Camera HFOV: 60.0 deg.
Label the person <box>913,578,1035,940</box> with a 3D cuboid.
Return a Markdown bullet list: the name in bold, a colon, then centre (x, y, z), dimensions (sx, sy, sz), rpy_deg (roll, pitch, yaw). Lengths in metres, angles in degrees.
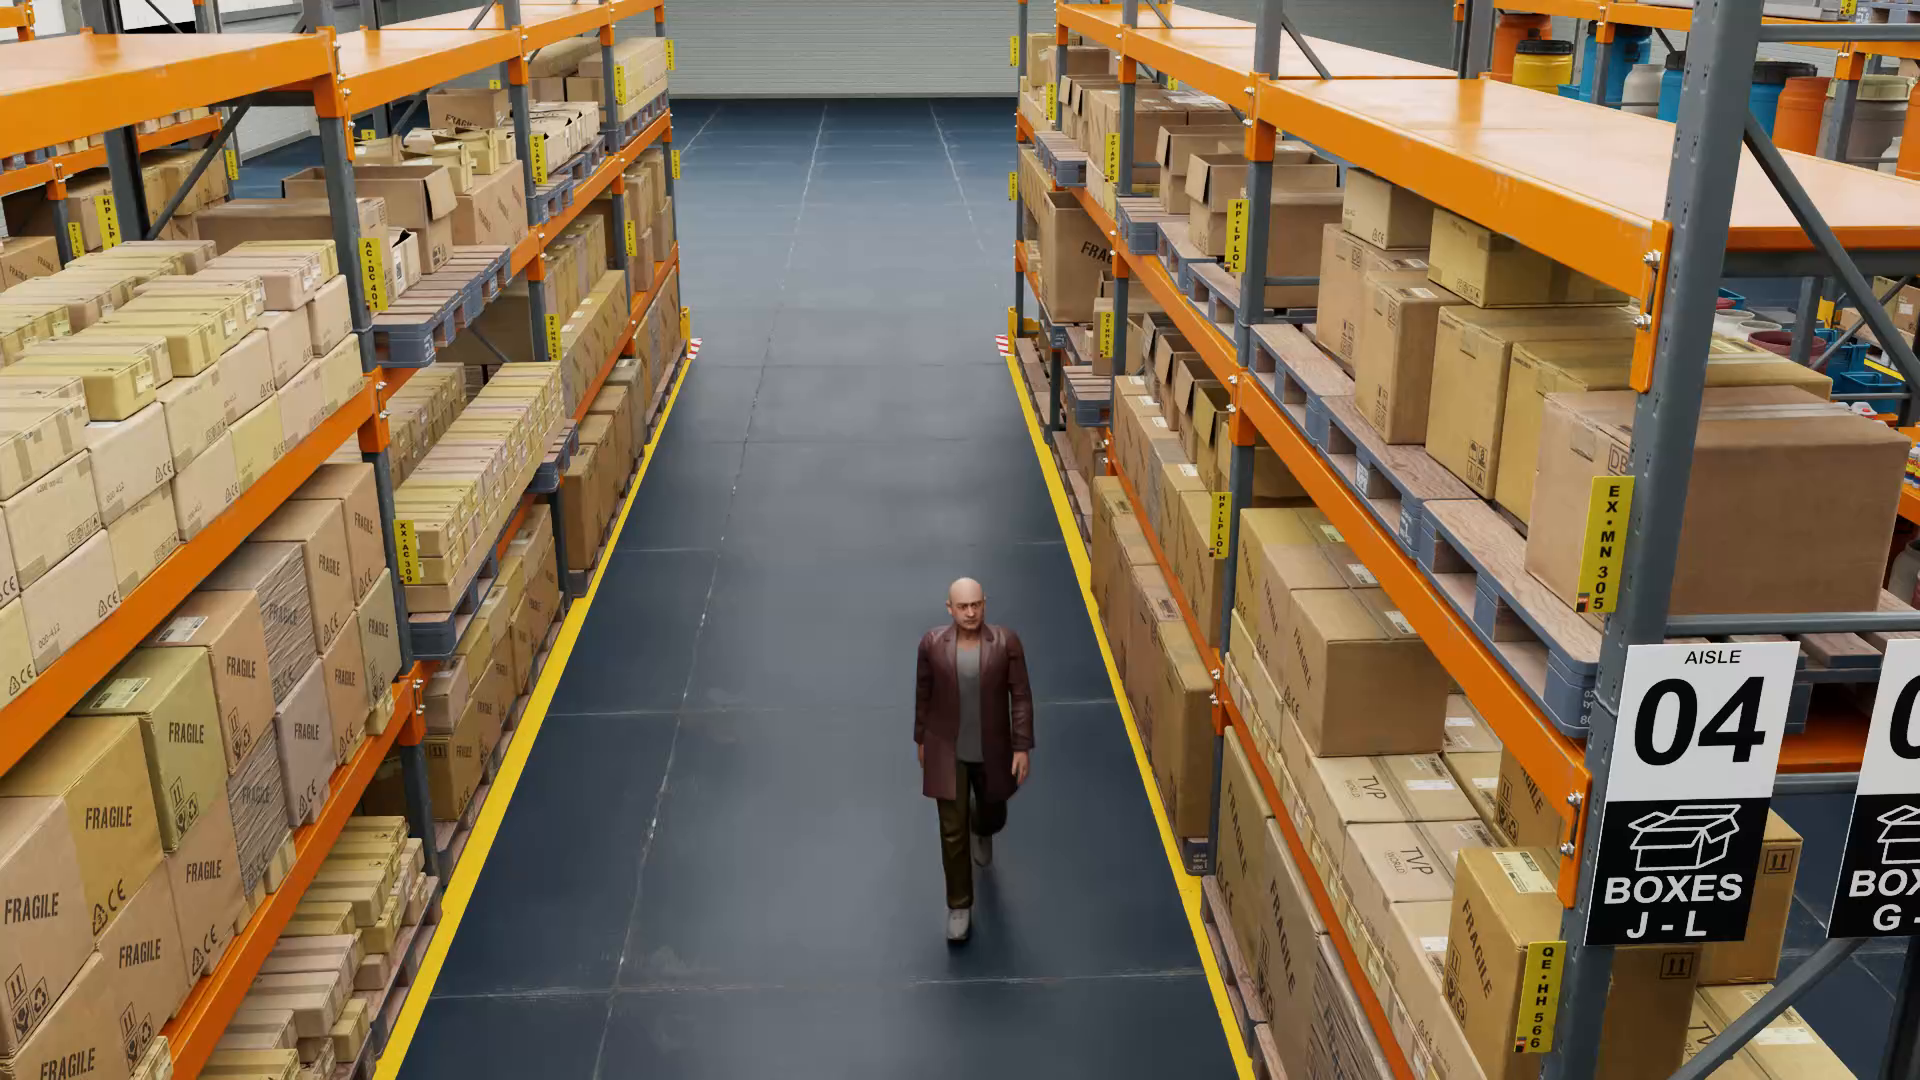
- **person**: centre (0.068, 1.012, 8.310), dimensions (0.604, 1.747, 0.960), rpy_deg (-1, 20, -2)
